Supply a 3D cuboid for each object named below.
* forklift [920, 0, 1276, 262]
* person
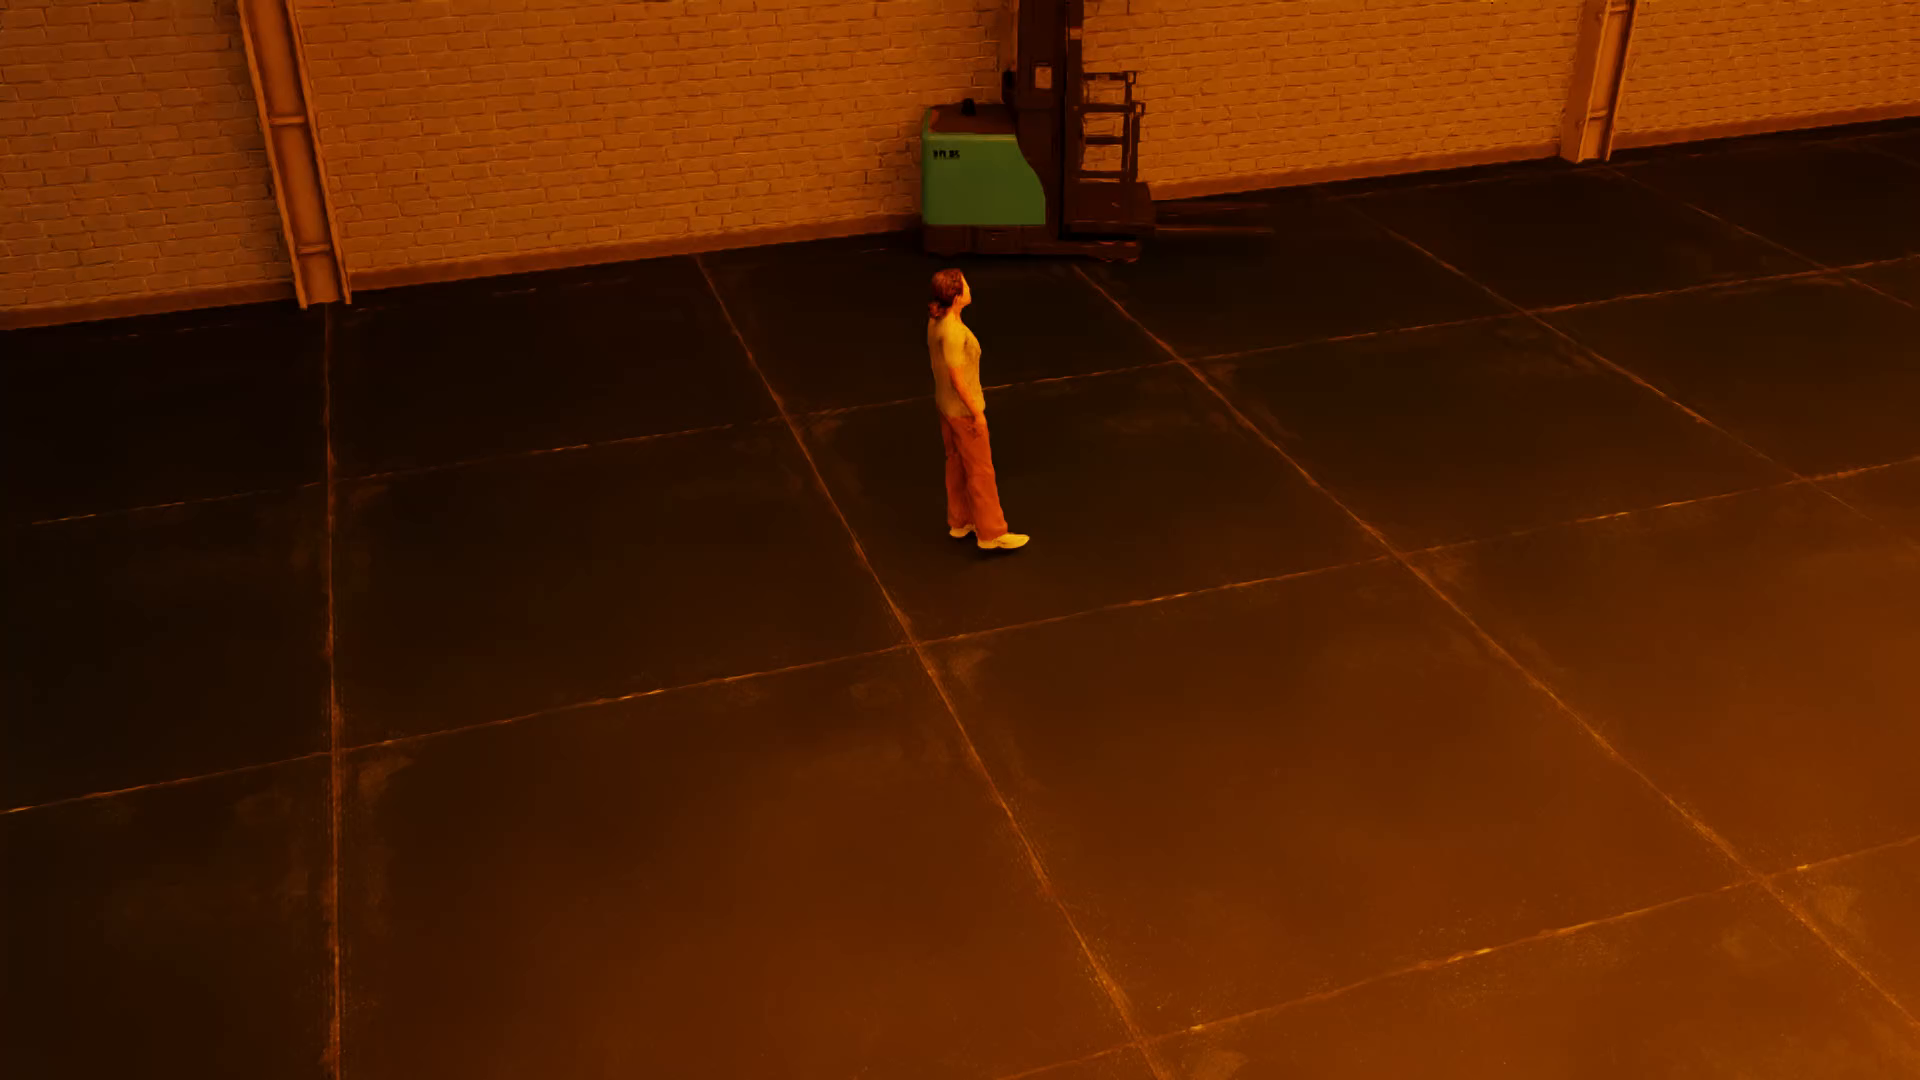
[{"bbox_3d":[1.184,-3.903,13.871,3.031,2.935,1.130,1,30,1],"label":"forklift"},{"bbox_3d":[0.083,-0.769,9.602,0.527,1.660,0.554,-10,31,-16],"label":"person"}]
